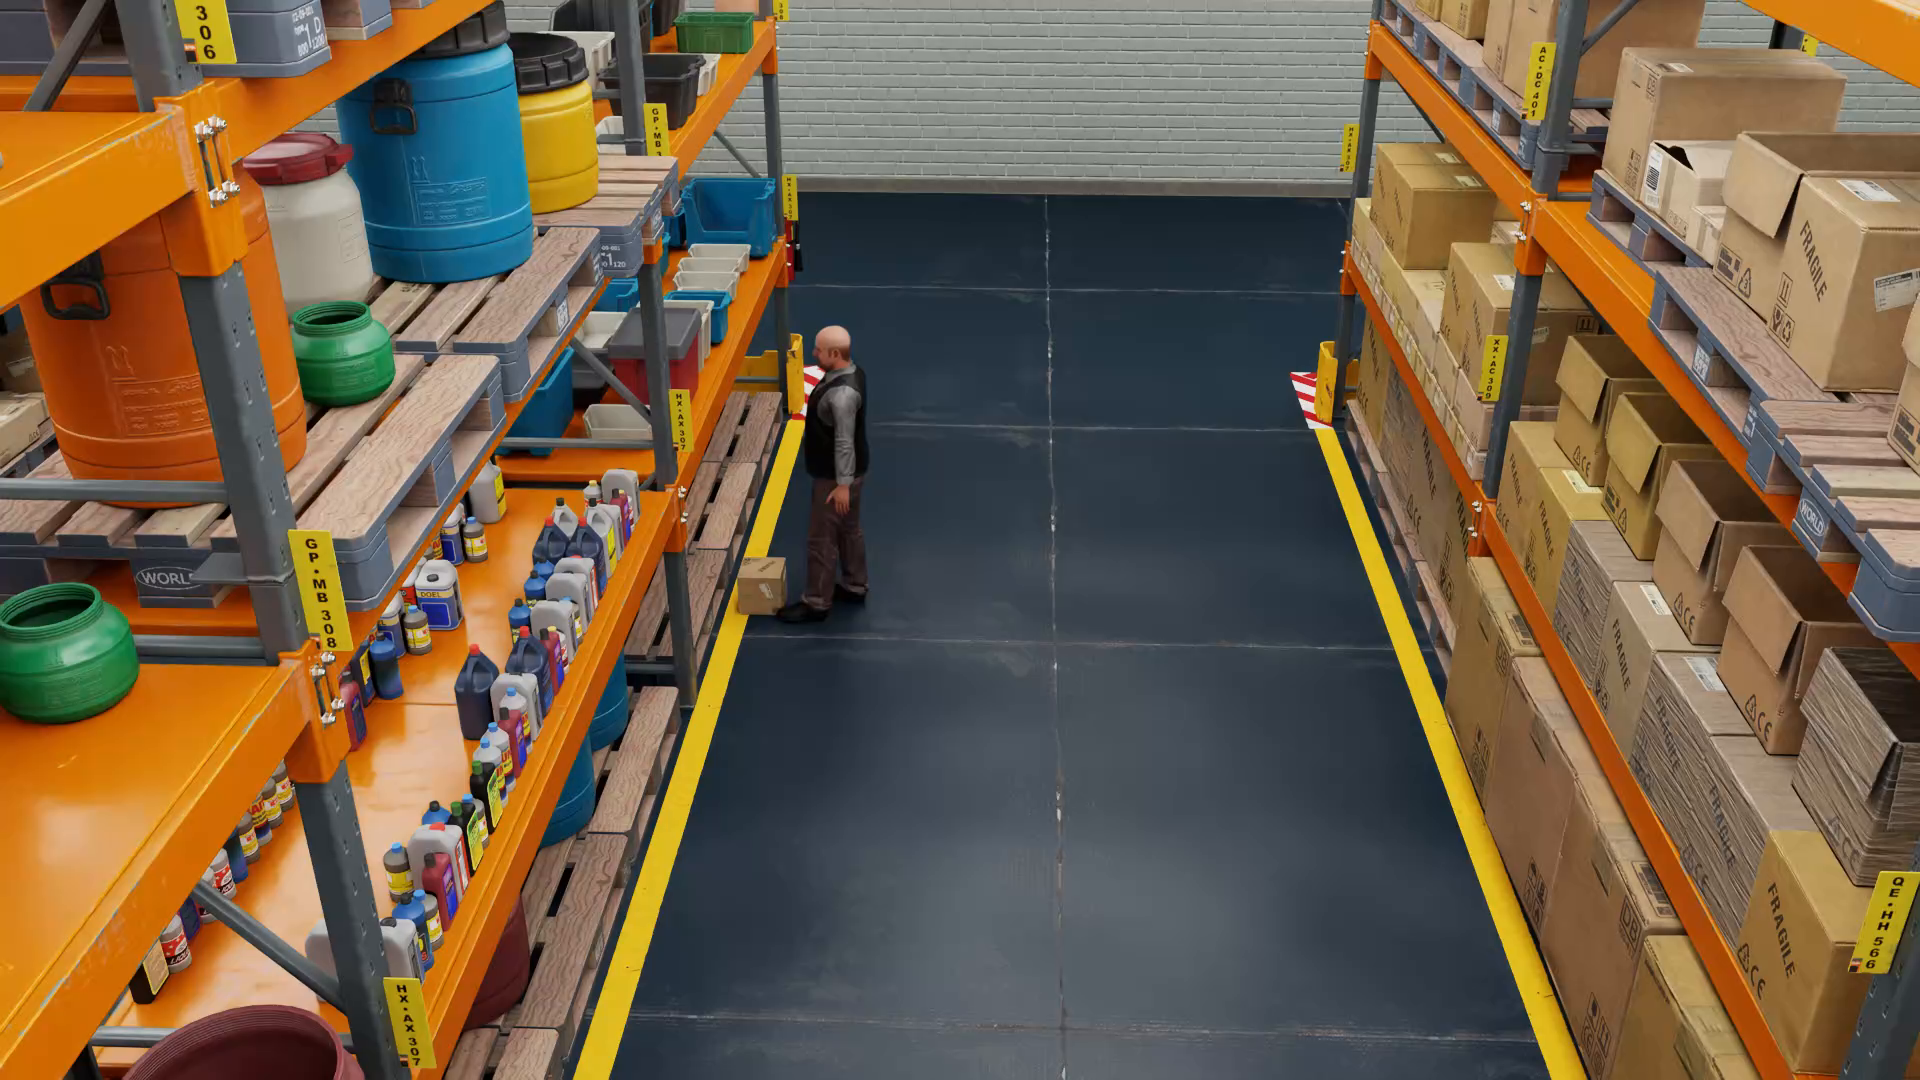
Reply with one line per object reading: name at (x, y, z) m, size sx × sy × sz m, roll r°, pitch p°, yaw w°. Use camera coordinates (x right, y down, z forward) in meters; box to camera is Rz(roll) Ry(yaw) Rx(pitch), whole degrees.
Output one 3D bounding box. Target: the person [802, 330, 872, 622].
person at (-0.694, -0.363, 9.341) m, size 0.359 × 1.715 × 0.532 m, roll 2°, pitch 28°, yaw 3°
